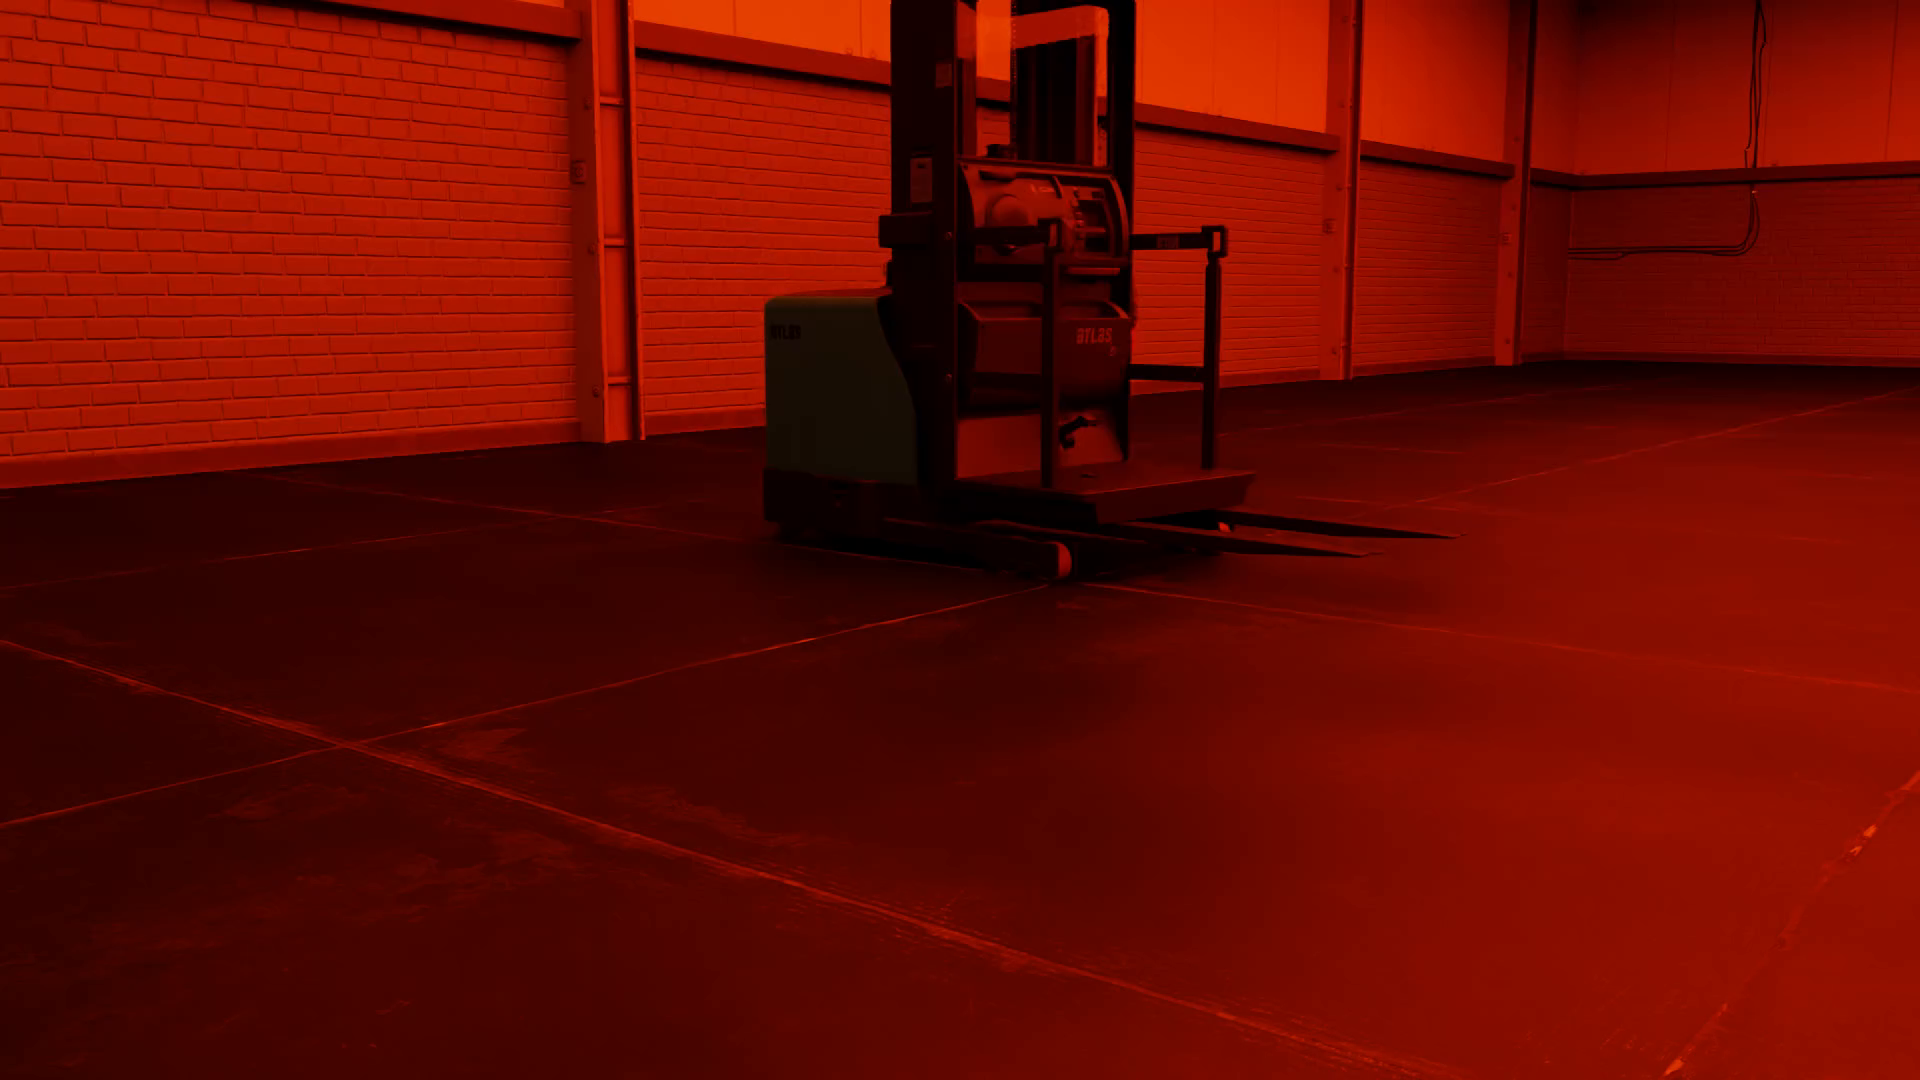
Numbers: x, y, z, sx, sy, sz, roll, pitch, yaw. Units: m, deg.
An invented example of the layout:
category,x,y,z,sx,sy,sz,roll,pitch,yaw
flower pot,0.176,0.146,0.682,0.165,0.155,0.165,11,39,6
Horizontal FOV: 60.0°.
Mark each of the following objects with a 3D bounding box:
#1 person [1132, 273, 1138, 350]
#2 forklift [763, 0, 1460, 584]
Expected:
category,x,y,z,sx,sy,sz,roll,pitch,yaw
person,0.810,-1.268,10.419,0.631,1.765,0.540,2,9,16
forklift,0.504,-1.369,6.635,1.130,2.935,3.031,-8,12,-44
